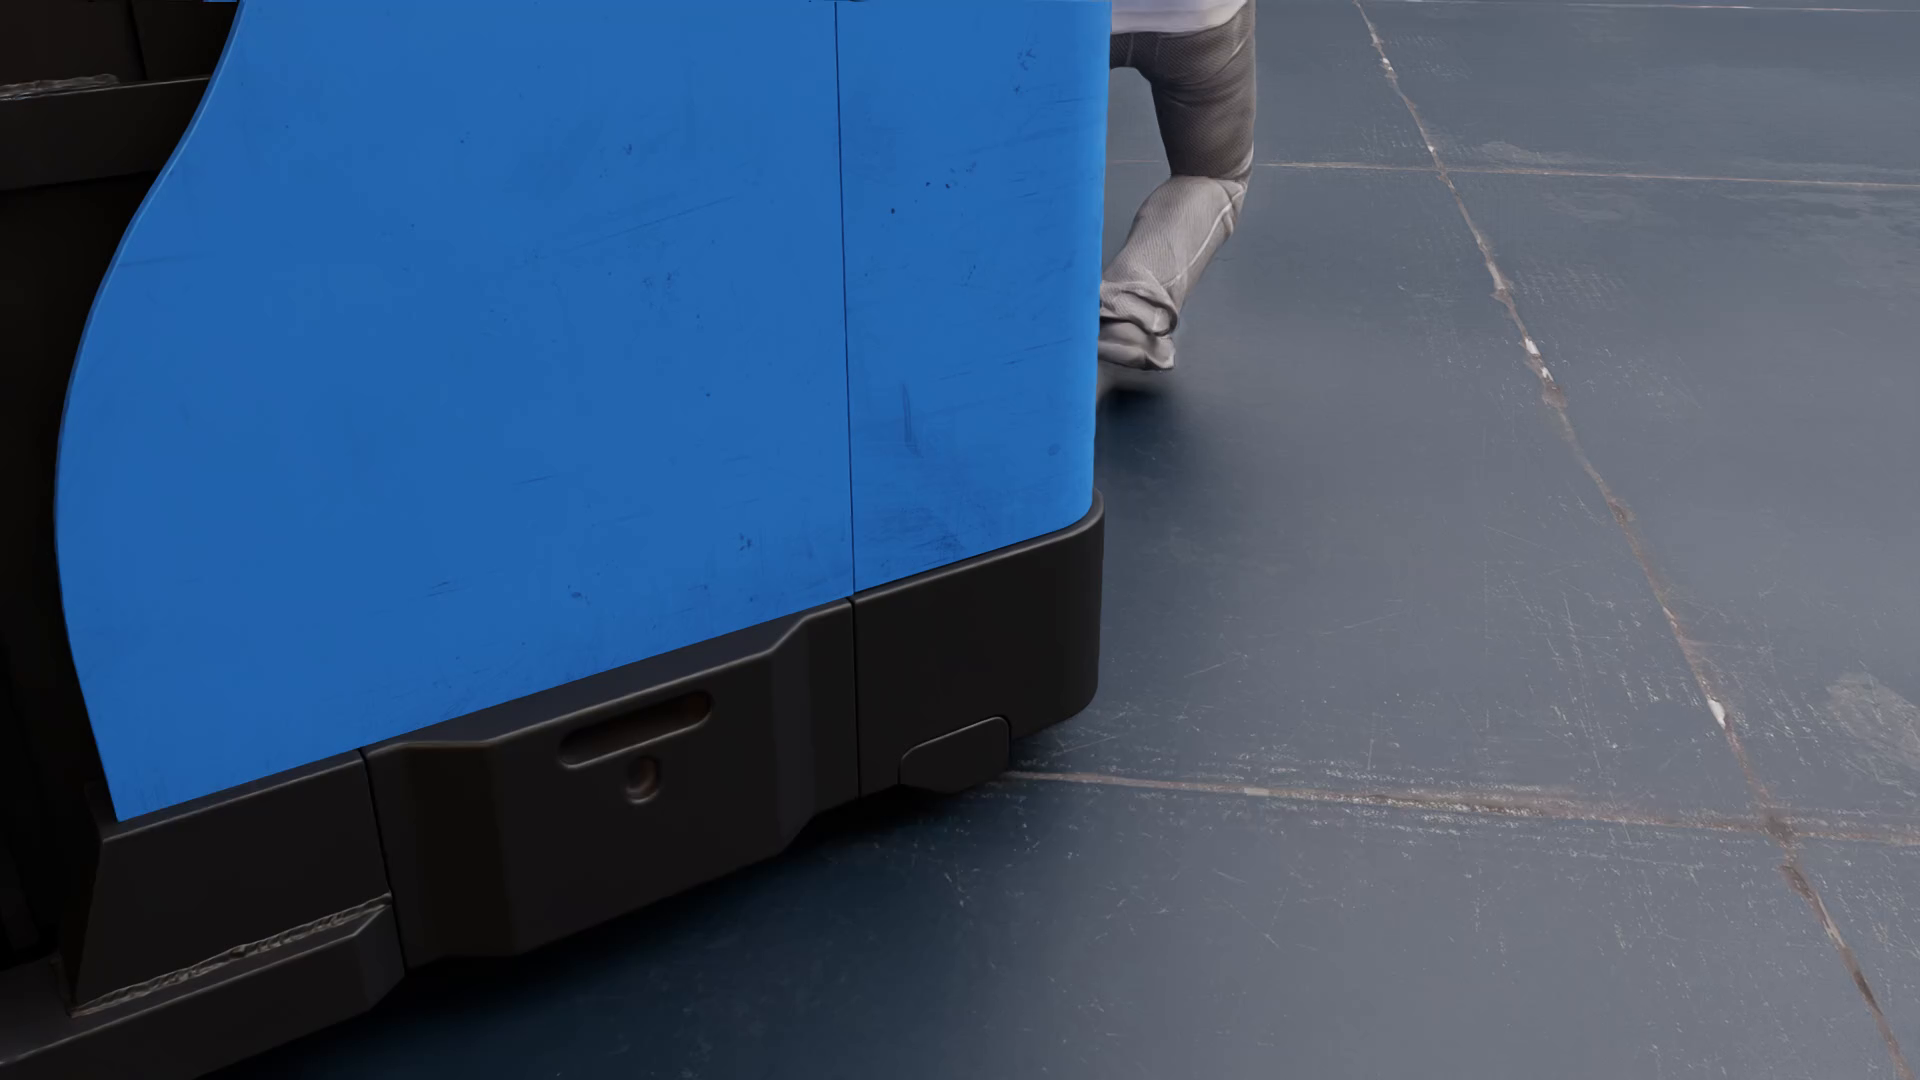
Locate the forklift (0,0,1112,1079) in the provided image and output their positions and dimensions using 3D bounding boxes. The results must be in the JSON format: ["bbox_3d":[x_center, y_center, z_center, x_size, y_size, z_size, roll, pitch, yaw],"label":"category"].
[{"bbox_3d":[-1.342,-0.880,0.980,3.031,2.935,1.130,-17,31,-30],"label":"forklift"}]

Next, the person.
[{"bbox_3d":[0.072,-1.067,2.865,1.058,1.620,0.848,4,27,8],"label":"person"}]
